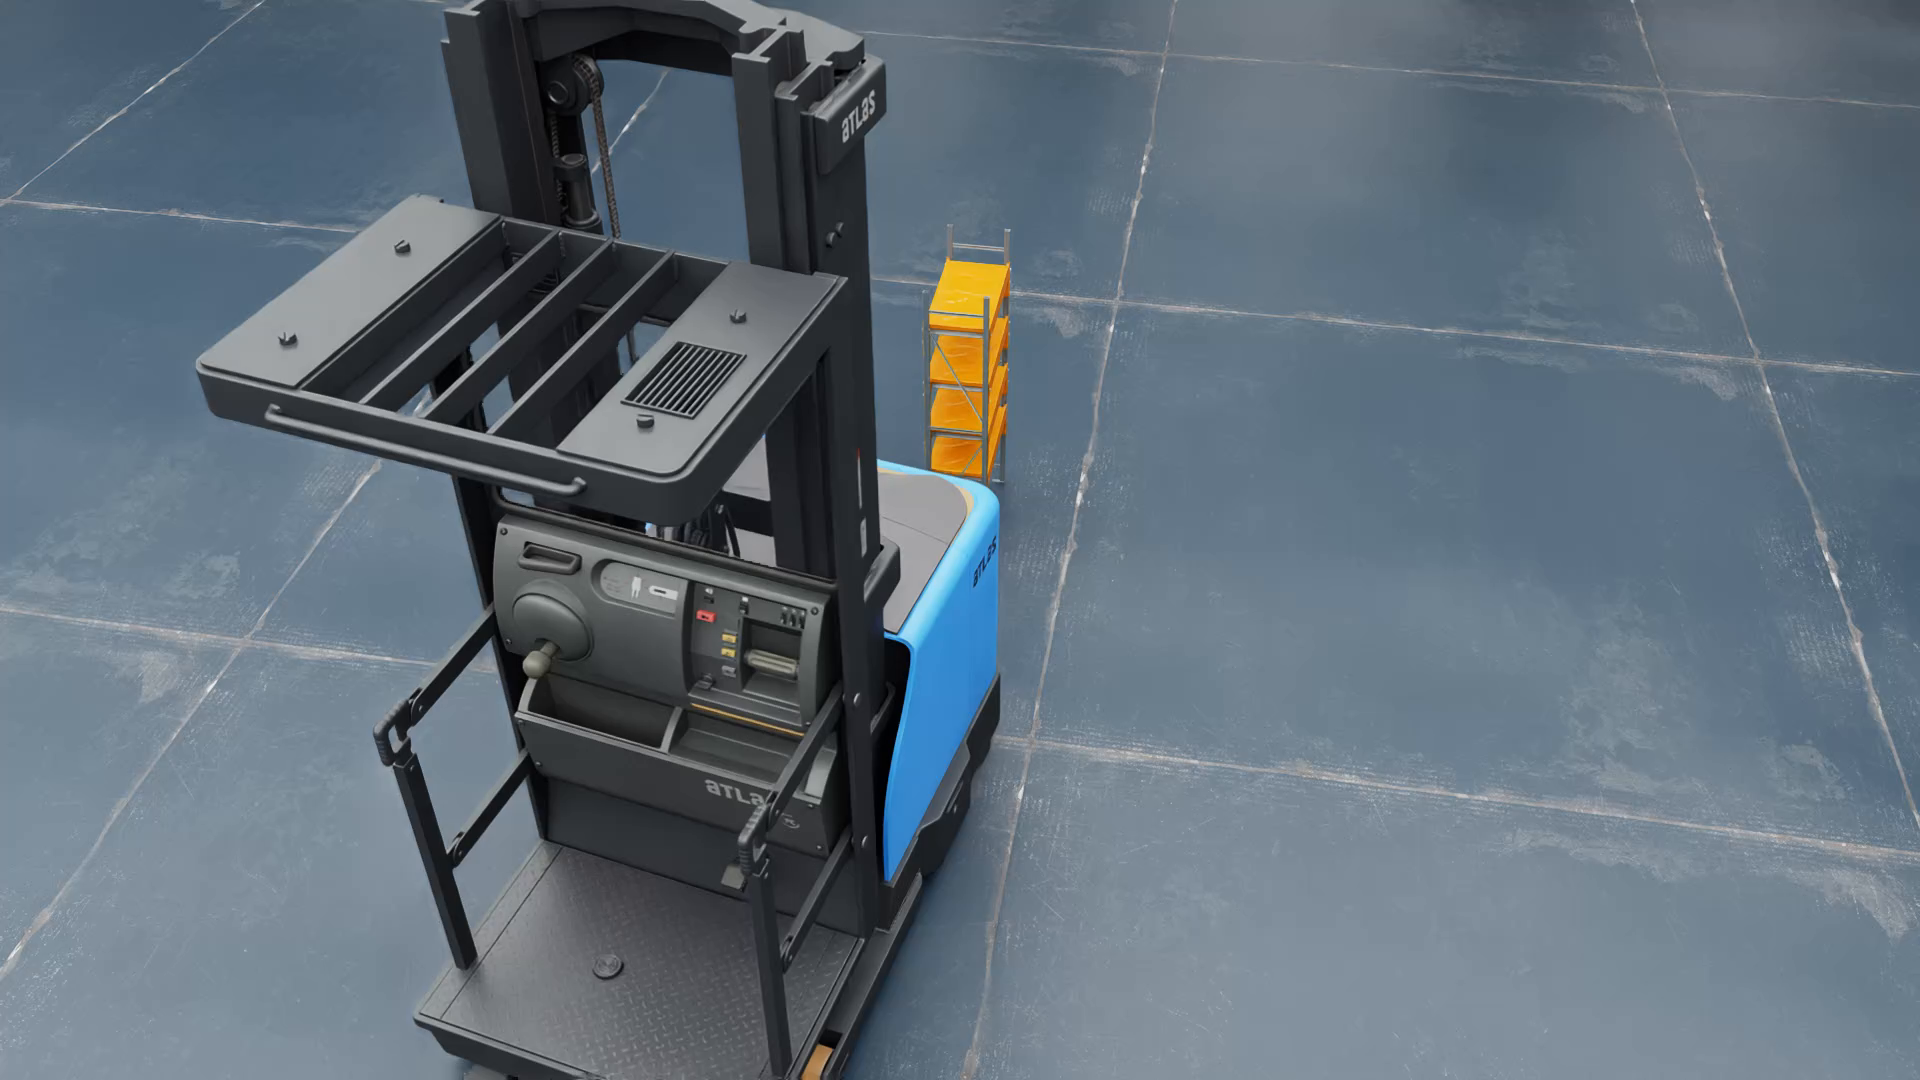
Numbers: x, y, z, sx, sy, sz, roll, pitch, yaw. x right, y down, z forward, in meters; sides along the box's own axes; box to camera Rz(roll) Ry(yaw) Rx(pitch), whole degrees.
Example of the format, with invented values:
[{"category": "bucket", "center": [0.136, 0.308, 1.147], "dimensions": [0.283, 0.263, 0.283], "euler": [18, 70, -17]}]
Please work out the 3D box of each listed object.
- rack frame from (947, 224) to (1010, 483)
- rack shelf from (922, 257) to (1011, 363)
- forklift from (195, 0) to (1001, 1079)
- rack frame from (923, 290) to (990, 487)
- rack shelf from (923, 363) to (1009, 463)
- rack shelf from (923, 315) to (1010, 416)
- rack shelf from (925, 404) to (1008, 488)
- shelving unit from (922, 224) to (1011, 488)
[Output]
[{"category": "rack frame", "center": [0.071, -0.719, 6.679], "dimensions": [0.240, 1.200, 0.015], "euler": [6, 40, 8]}, {"category": "rack shelf", "center": [0.029, -0.869, 6.243], "dimensions": [0.258, 0.148, 0.480], "euler": [6, 40, 8]}, {"category": "forklift", "center": [-0.849, 0.299, 4.088], "dimensions": [1.130, 2.935, 3.031], "euler": [13, 41, 16]}, {"category": "rack frame", "center": [-0.014, -0.413, 6.308], "dimensions": [0.240, 1.200, 0.015], "euler": [6, 40, 8]}, {"category": "rack shelf", "center": [0.029, -0.514, 6.536], "dimensions": [0.258, 0.148, 0.480], "euler": [6, 40, 8]}, {"category": "rack shelf", "center": [0.029, -0.687, 6.394], "dimensions": [0.258, 0.148, 0.480], "euler": [6, 40, 8]}, {"category": "rack shelf", "center": [0.029, -0.361, 6.663], "dimensions": [0.258, 0.148, 0.480], "euler": [6, 40, 8]}, {"category": "shelving unit", "center": [0.029, -0.566, 6.493], "dimensions": [0.258, 1.200, 0.503], "euler": [6, 40, 8]}]
